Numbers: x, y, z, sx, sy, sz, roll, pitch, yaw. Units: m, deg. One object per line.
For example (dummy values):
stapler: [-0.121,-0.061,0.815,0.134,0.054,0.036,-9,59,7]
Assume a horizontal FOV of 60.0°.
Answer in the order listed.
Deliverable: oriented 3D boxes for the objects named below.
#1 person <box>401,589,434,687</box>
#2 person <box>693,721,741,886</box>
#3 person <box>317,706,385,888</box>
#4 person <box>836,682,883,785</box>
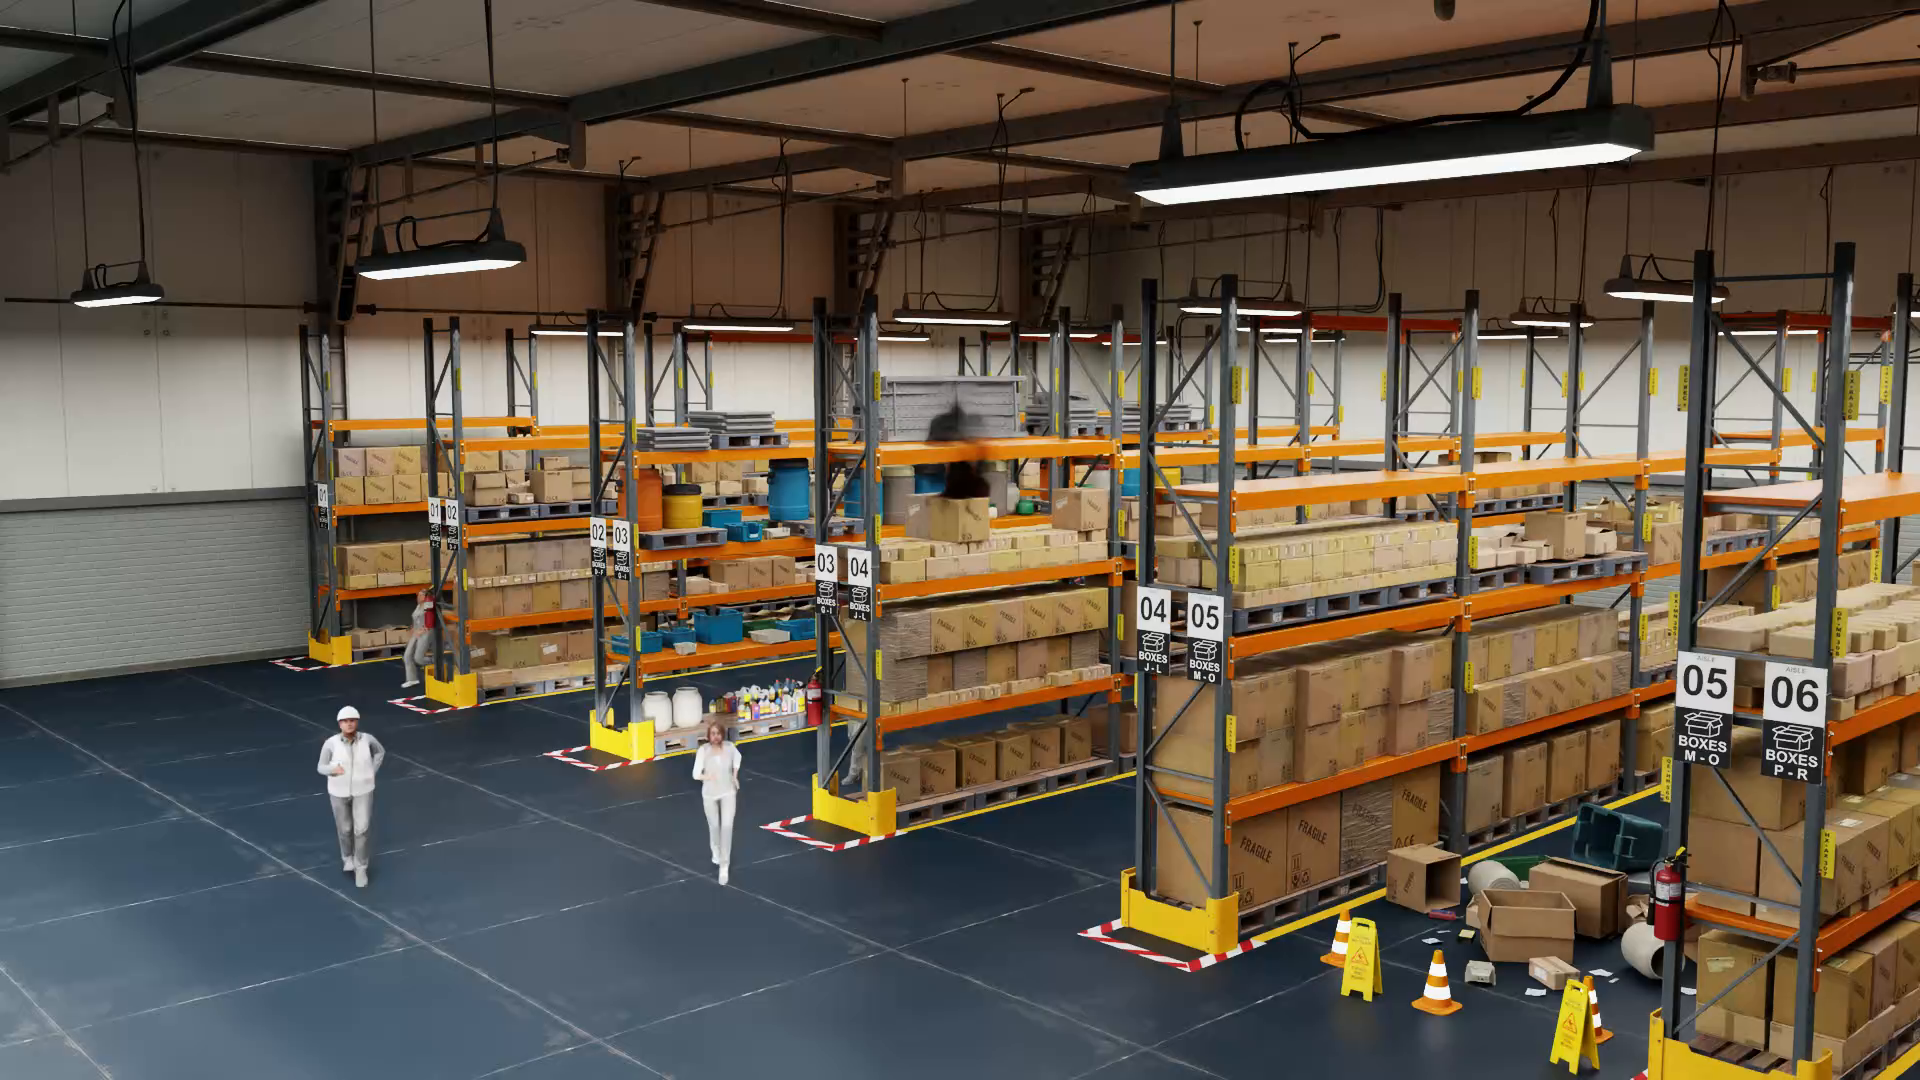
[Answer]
person: [-8.813,1.605,27.424,0.605,1.642,0.736,5,7,38]
person: [-2.488,2.642,17.065,0.473,1.629,0.795,0,6,-4]
person: [-6.165,2.587,16.870,0.649,1.825,0.729,-2,6,-19]
person: [-1.224,2.227,21.150,0.607,1.667,0.841,5,8,41]
